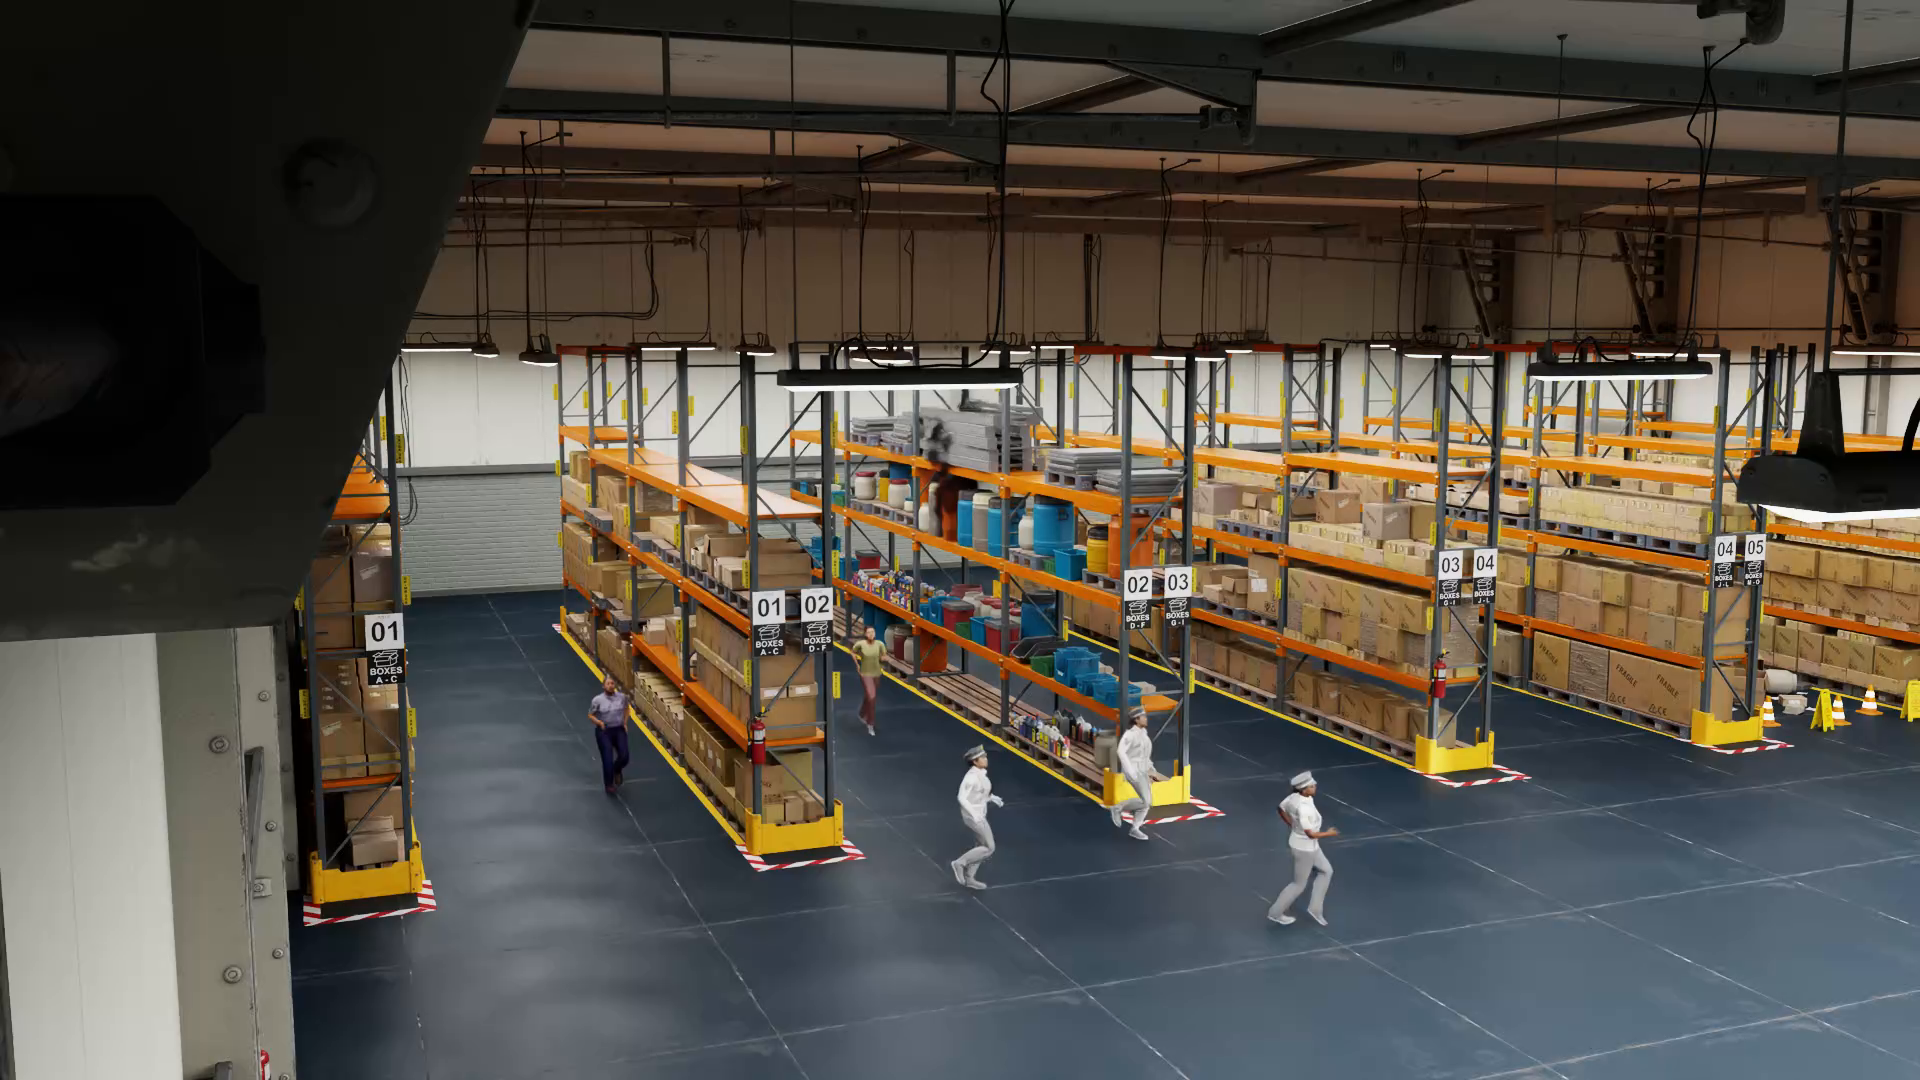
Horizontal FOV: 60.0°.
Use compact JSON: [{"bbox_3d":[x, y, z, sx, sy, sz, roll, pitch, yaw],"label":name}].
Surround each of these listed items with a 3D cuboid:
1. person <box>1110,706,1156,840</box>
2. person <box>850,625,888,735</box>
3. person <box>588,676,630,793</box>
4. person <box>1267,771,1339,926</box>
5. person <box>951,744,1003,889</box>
[{"bbox_3d":[2.219,2.884,20.872,0.526,1.621,0.651,4,8,29],"label":"person"},{"bbox_3d":[-1.412,2.181,26.309,0.547,1.731,0.741,-3,8,-24],"label":"person"},{"bbox_3d":[-4.750,2.659,22.718,0.600,1.599,0.513,-3,8,-24],"label":"person"},{"bbox_3d":[3.643,3.285,17.645,0.734,1.728,0.581,1,7,5],"label":"person"},{"bbox_3d":[0.202,3.128,18.857,0.569,1.669,0.605,1,7,7],"label":"person"}]
